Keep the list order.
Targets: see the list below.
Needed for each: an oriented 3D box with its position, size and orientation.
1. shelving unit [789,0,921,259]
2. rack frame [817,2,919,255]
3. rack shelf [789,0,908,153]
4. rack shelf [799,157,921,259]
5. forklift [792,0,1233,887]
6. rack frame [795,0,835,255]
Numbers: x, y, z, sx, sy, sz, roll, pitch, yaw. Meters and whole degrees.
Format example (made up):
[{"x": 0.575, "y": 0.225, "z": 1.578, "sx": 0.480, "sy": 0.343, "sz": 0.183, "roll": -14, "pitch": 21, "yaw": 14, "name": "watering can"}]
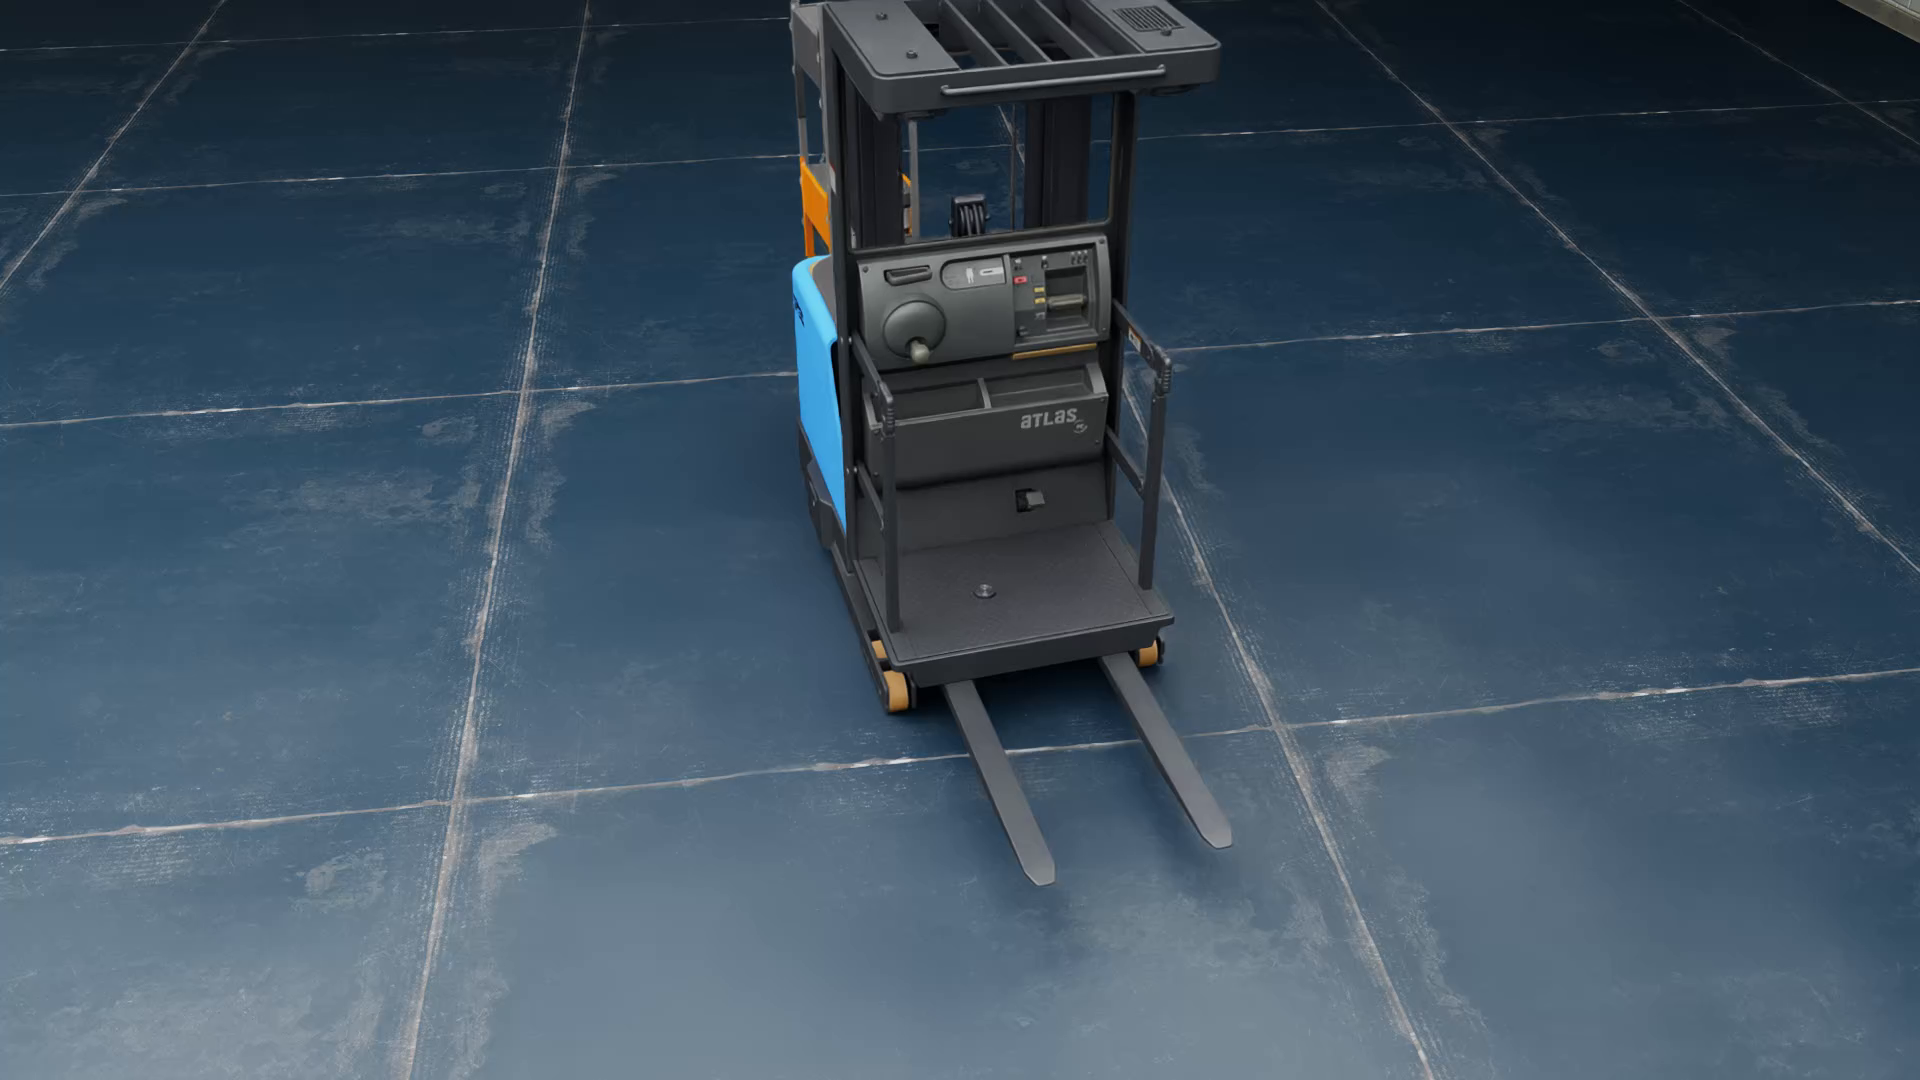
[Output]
[{"x": -0.448, "y": -1.430, "z": 7.474, "sx": 0.431, "sy": 2.100, "sz": 0.503, "roll": -11, "pitch": 35, "yaw": -15, "name": "shelving unit"}, {"x": -0.371, "y": -1.303, "z": 7.279, "sx": 0.400, "sy": 2.100, "sz": 0.015, "roll": -11, "pitch": 35, "yaw": -15, "name": "rack frame"}, {"x": -0.454, "y": -2.004, "z": 7.097, "sx": 0.431, "sy": 0.518, "sz": 0.480, "roll": -11, "pitch": 35, "yaw": -15, "name": "rack shelf"}, {"x": -0.448, "y": -1.418, "z": 7.481, "sx": 0.431, "sy": 0.518, "sz": 0.480, "roll": -11, "pitch": 35, "yaw": -15, "name": "rack shelf"}, {"x": 0.157, "y": -0.805, "z": 5.829, "sx": 1.130, "sy": 2.935, "sz": 3.031, "roll": -9, "pitch": 35, "yaw": -13, "name": "forklift"}, {"x": -0.525, "y": -1.556, "z": 7.668, "sx": 0.400, "sy": 2.100, "sz": 0.015, "roll": -11, "pitch": 35, "yaw": -15, "name": "rack frame"}]
